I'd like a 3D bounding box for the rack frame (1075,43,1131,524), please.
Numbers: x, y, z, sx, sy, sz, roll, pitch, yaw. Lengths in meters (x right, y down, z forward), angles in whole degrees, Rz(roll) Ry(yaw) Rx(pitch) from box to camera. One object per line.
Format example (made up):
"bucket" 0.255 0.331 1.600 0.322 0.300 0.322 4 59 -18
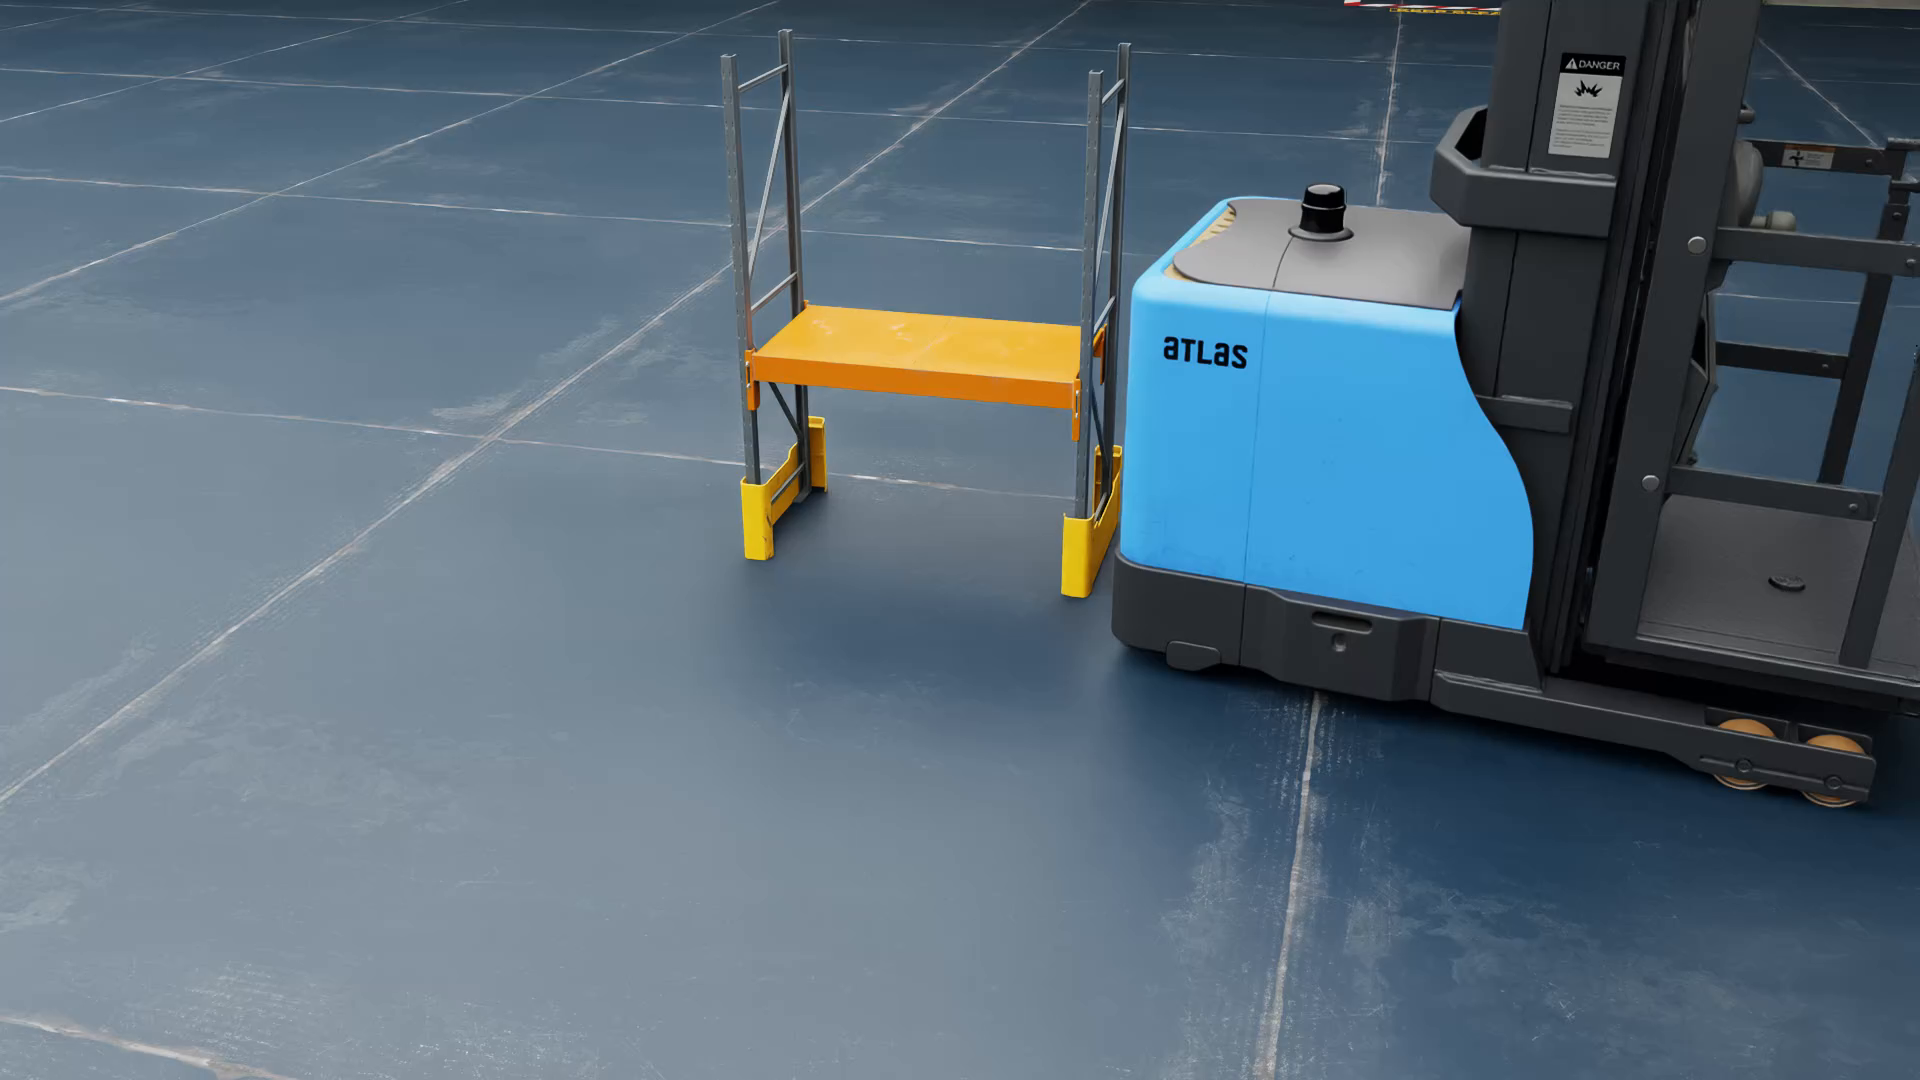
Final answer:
"rack frame" 0.410 -0.632 4.832 0.032 1.500 0.500 6 26 13

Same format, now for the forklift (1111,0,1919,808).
"forklift" 1.984 -0.952 3.840 3.031 2.935 1.130 10 27 20

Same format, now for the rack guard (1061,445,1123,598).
"rack guard" 0.408 -0.068 5.101 0.087 0.250 0.587 6 26 13

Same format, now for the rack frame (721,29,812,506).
"rack frame" -0.575 -0.741 5.061 0.032 1.500 0.500 6 26 13

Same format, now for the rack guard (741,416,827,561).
"rack guard" -0.556 -0.174 5.325 0.087 0.250 0.587 6 26 13

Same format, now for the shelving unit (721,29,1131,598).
"shelving unit" -0.074 -0.685 4.945 1.083 1.500 0.587 6 26 13

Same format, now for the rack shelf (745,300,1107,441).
"rack shelf" -0.083 -0.524 5.024 1.000 0.185 0.538 6 26 13
